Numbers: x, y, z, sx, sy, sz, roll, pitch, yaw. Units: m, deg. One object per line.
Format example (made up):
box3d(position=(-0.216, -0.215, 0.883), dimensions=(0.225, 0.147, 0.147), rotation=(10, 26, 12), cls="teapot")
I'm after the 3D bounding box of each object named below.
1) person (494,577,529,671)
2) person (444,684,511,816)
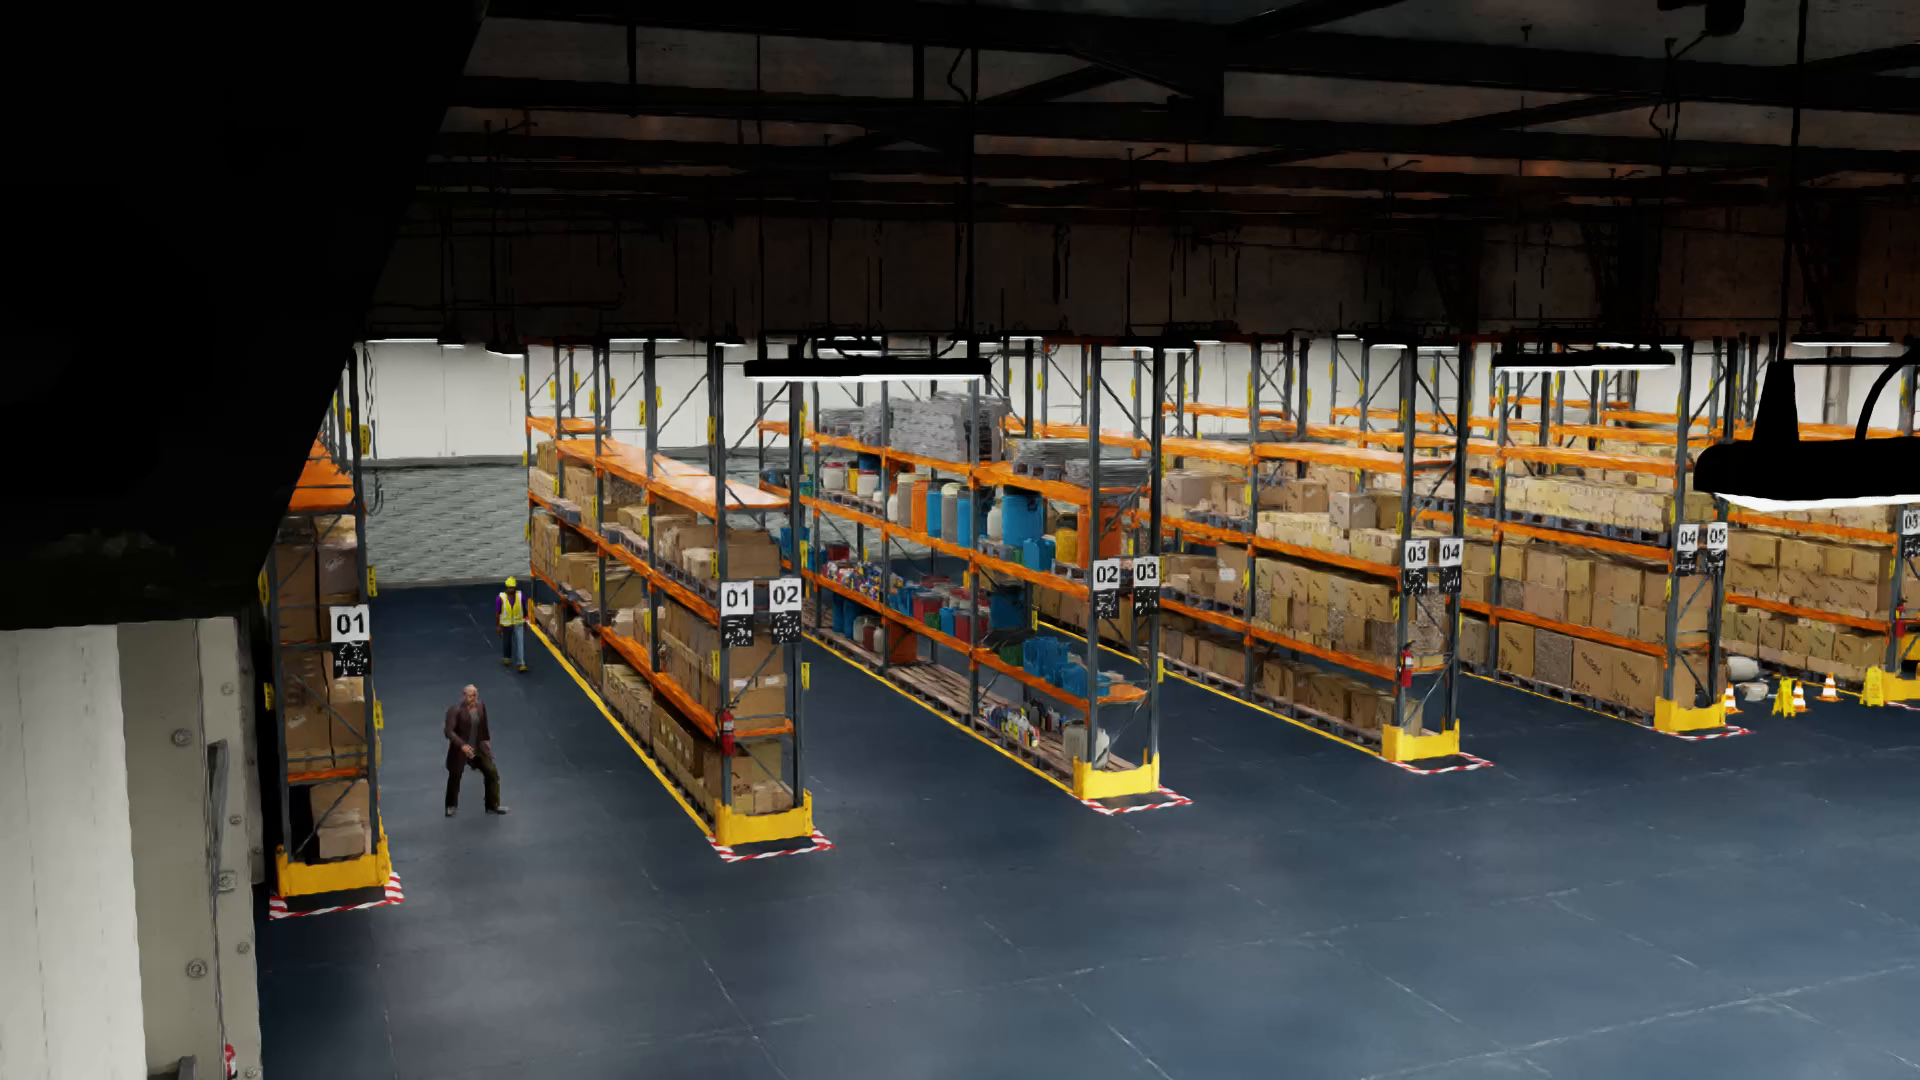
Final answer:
box3d(position=(-8.100, 1.497, 30.024), dimensions=(0.577, 1.691, 1.121), rotation=(-3, 8, -20), cls="person")
box3d(position=(-6.255, 2.668, 21.161), dimensions=(0.715, 1.726, 0.831), rotation=(-7, 10, -42), cls="person")
